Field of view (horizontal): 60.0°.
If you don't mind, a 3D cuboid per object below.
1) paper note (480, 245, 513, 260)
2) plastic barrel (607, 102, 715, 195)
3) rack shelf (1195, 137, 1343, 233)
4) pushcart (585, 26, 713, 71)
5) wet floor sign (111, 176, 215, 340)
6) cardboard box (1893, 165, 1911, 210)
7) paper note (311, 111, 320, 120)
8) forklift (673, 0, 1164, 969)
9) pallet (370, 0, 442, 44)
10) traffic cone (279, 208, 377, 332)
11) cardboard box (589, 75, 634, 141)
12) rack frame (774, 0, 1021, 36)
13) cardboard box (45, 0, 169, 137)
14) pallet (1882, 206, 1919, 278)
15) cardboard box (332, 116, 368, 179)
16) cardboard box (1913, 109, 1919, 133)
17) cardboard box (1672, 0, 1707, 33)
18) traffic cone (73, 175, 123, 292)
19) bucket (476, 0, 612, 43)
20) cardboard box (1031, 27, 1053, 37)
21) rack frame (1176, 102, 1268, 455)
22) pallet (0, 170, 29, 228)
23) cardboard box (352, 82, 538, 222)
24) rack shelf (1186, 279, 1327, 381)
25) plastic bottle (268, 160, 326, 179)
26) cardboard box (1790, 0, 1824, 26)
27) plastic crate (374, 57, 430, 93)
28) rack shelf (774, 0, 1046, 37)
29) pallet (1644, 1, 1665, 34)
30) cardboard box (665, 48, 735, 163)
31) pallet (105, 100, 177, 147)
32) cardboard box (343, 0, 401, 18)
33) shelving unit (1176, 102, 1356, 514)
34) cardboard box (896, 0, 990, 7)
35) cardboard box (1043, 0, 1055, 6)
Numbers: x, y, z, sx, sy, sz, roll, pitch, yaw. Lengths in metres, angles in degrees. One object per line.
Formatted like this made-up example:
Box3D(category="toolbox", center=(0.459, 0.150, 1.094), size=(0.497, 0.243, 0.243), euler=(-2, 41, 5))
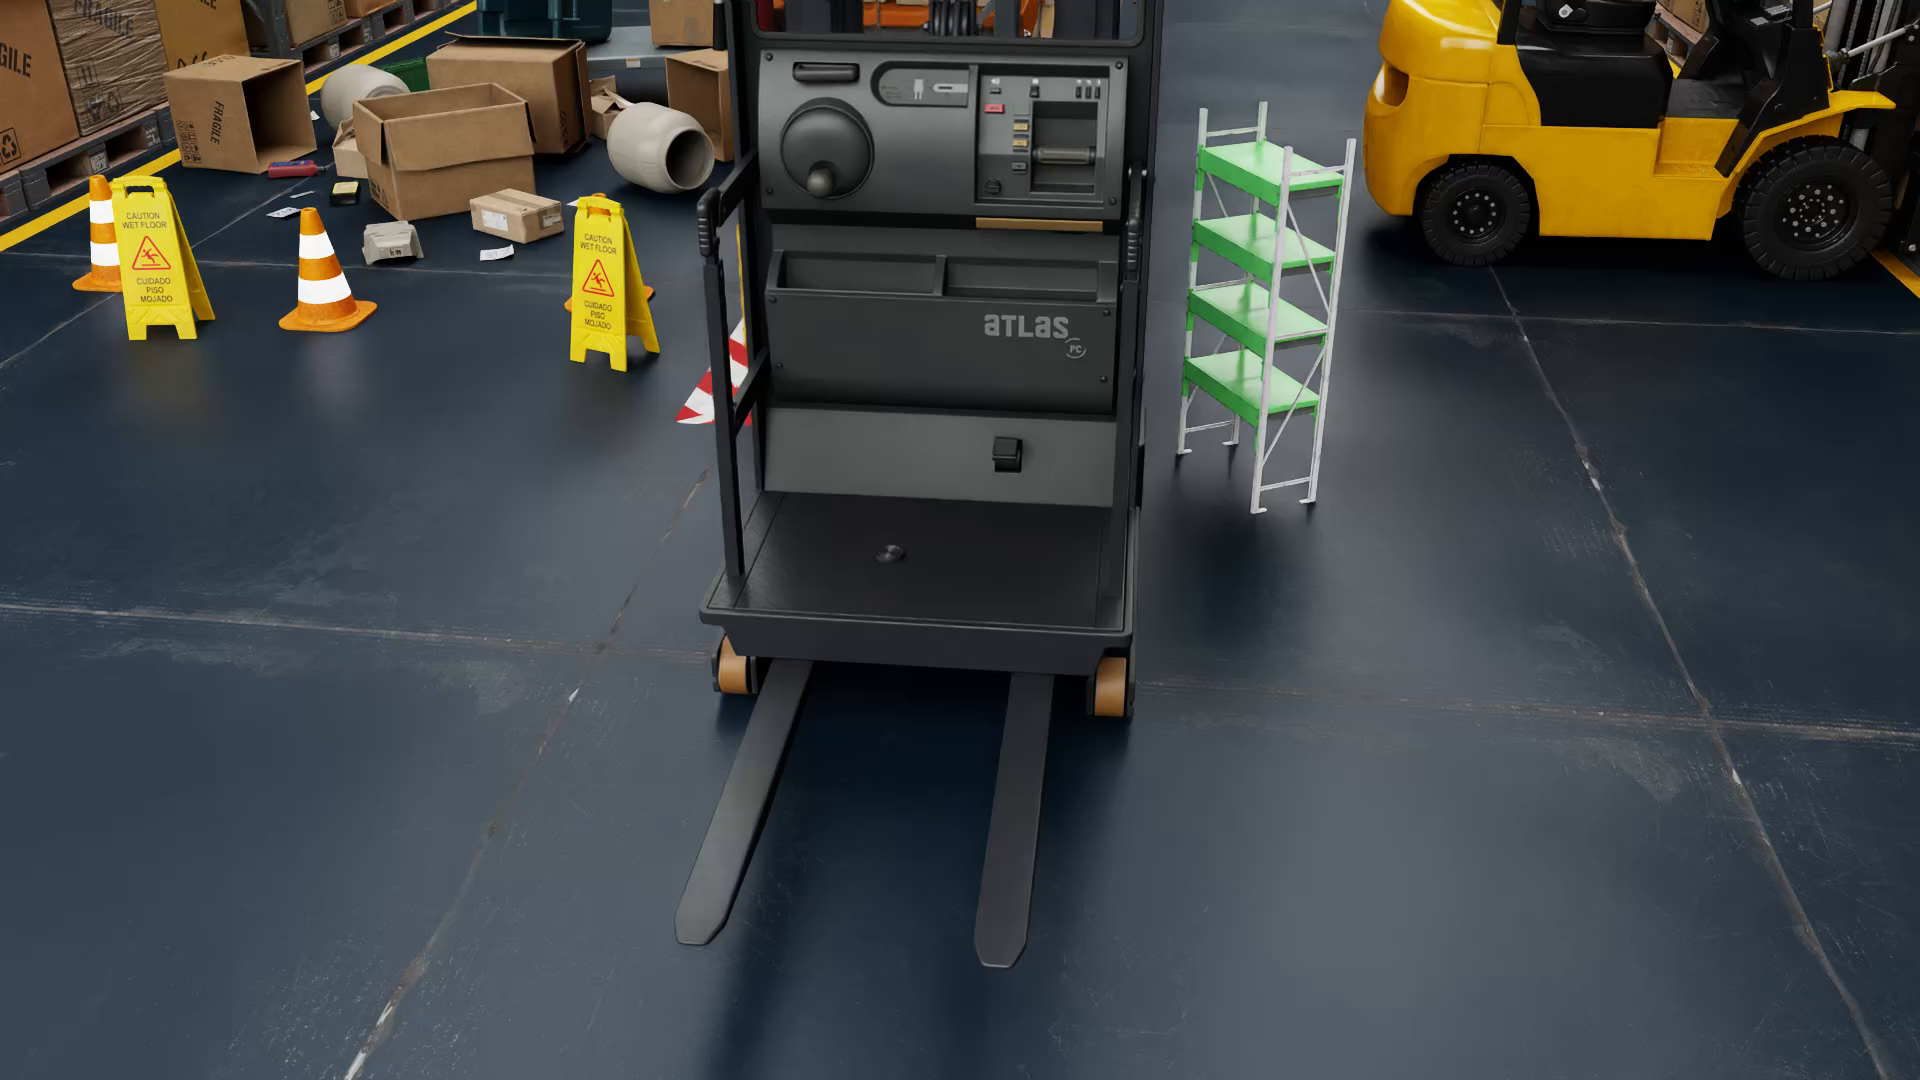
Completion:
Box3D(category="paper note", center=(-2.142, -1.331, 7.687), size=(0.148, 0.019, 0.142), euler=(-6, 29, -11))
Box3D(category="plastic barrel", center=(-1.531, -2.003, 8.522), size=(0.421, 0.421, 0.512), euler=(-24, 36, -37))
Box3D(category="rack shelf", center=(0.965, -1.111, 5.169), size=(0.258, 0.148, 0.480), euler=(-11, 30, -20))
Box3D(category="pushcart", center=(-2.061, -2.914, 10.262), size=(1.648, 0.377, 0.936), euler=(-6, 29, -11))
Box3D(category="wet floor sign", center=(-3.245, -1.152, 6.708), size=(0.267, 0.644, 0.232), euler=(-1, 28, -3))
Box3D(category="cardboard box", center=(4.571, -1.718, 7.733), size=(0.500, 0.250, 0.500), euler=(4, 29, 8))
Box3D(category="paper note", center=(-3.901, -2.524, 9.902), size=(0.147, 0.020, 0.142), euler=(-17, 33, -29))
Box3D(category="forklift", center=(-0.068, -0.993, 4.003), size=(1.130, 2.935, 3.031), euler=(3, 28, 5))
Box3D(category="pallet", center=(-4.550, -3.916, 12.296), size=(1.003, 0.211, 1.213), euler=(3, 28, 6))
Box3D(category="traffic cone", center=(-2.653, -1.142, 6.882), size=(0.336, 0.463, 0.334), euler=(3, 28, 6))
Box3D(category="cardboard box", center=(-2.022, -2.497, 9.606), size=(0.258, 0.266, 0.396), euler=(-17, 33, -29))
Box3D(category="rack frame", center=(-0.282, -2.077, 5.943), size=(1.000, 3.000, 0.127), euler=(3, 28, 6))
Box3D(category="cardboard box", center=(-4.970, -2.733, 8.958), size=(0.875, 0.875, 0.875), euler=(4, 29, 7))
Box3D(category="pallet", center=(4.849, -1.498, 7.807), size=(1.003, 0.211, 1.213), euler=(3, 28, 6))
Box3D(category="cardboard box", center=(-3.100, -2.080, 8.831), size=(0.396, 0.266, 0.258), euler=(8, 29, 15))
Box3D(category="cardboard box", center=(4.574, -1.947, 7.631), size=(0.500, 0.250, 0.500), euler=(3, 28, 6))
Box3D(category="cardboard box", center=(5.381, -3.778, 11.160), size=(0.875, 0.625, 0.625), euler=(2, 28, 4))
Box3D(category="traffic cone", center=(-3.733, -1.368, 7.301), size=(0.336, 0.463, 0.334), euler=(3, 28, 6))
Box3D(category="bucket", center=(-2.445, -3.230, 9.932), size=(0.726, 0.611, 0.620), euler=(14, 21, 24))
Box3D(category="cardboard box", center=(0.154, -2.003, 7.470), size=(0.500, 0.500, 0.500), euler=(2, 28, 4))
Box3D(category="rack frame", center=(0.870, -0.851, 5.564), size=(0.240, 1.200, 0.015), euler=(-11, 30, -20))
Box3D(category="pallet", center=(-5.187, -1.470, 7.757), size=(1.003, 0.211, 1.213), euler=(3, 28, 6))
Box3D(category="cardboard box", center=(-2.579, -1.952, 8.342), size=(0.797, 0.503, 0.637), euler=(-17, 33, -29))
Box3D(category="rack shelf", center=(0.965, -0.688, 5.397), size=(0.258, 0.148, 0.480), euler=(-11, 30, -20))
Box3D(category="plastic bottle", center=(-3.525, -1.976, 8.853), size=(0.283, 0.061, 0.133), euler=(-6, 29, -11))
Box3D(category="cardboard box", center=(4.764, -2.878, 8.832), size=(0.500, 0.250, 0.500), euler=(3, 28, 5))
Box3D(category="plastic crate", center=(-3.438, -2.829, 10.243), size=(0.450, 0.188, 0.662), euler=(9, 28, 37))
Box3D(category="rack shelf", center=(-0.037, -2.702, 7.861), size=(1.077, 0.370, 4.000), euler=(3, 28, 6))
Box3D(category="pallet", center=(5.485, -3.943, 12.347), size=(1.003, 0.211, 1.213), euler=(3, 28, 6))
Box3D(category="cardboard box", center=(-1.273, -2.435, 9.240), size=(0.500, 0.500, 0.500), euler=(-24, 36, -37))
Box3D(category="pallet", center=(-4.888, -2.619, 9.889), size=(1.003, 0.211, 1.213), euler=(3, 28, 6))
Box3D(category="cardboard box", center=(-4.608, -4.146, 11.712), size=(1.050, 0.750, 0.750), euler=(3, 28, 6))
Box3D(category="shelving unit", center=(0.965, -0.744, 5.366), size=(0.258, 1.200, 0.503), euler=(-11, 30, -20))
Box3D(category="cardboard box", center=(-0.035, -2.114, 6.277), size=(0.380, 0.149, 0.250), euler=(3, 29, 6))
Box3D(category="cardboard box", center=(0.280, -2.490, 8.376), size=(0.500, 0.500, 0.500), euler=(5, 29, 9))
